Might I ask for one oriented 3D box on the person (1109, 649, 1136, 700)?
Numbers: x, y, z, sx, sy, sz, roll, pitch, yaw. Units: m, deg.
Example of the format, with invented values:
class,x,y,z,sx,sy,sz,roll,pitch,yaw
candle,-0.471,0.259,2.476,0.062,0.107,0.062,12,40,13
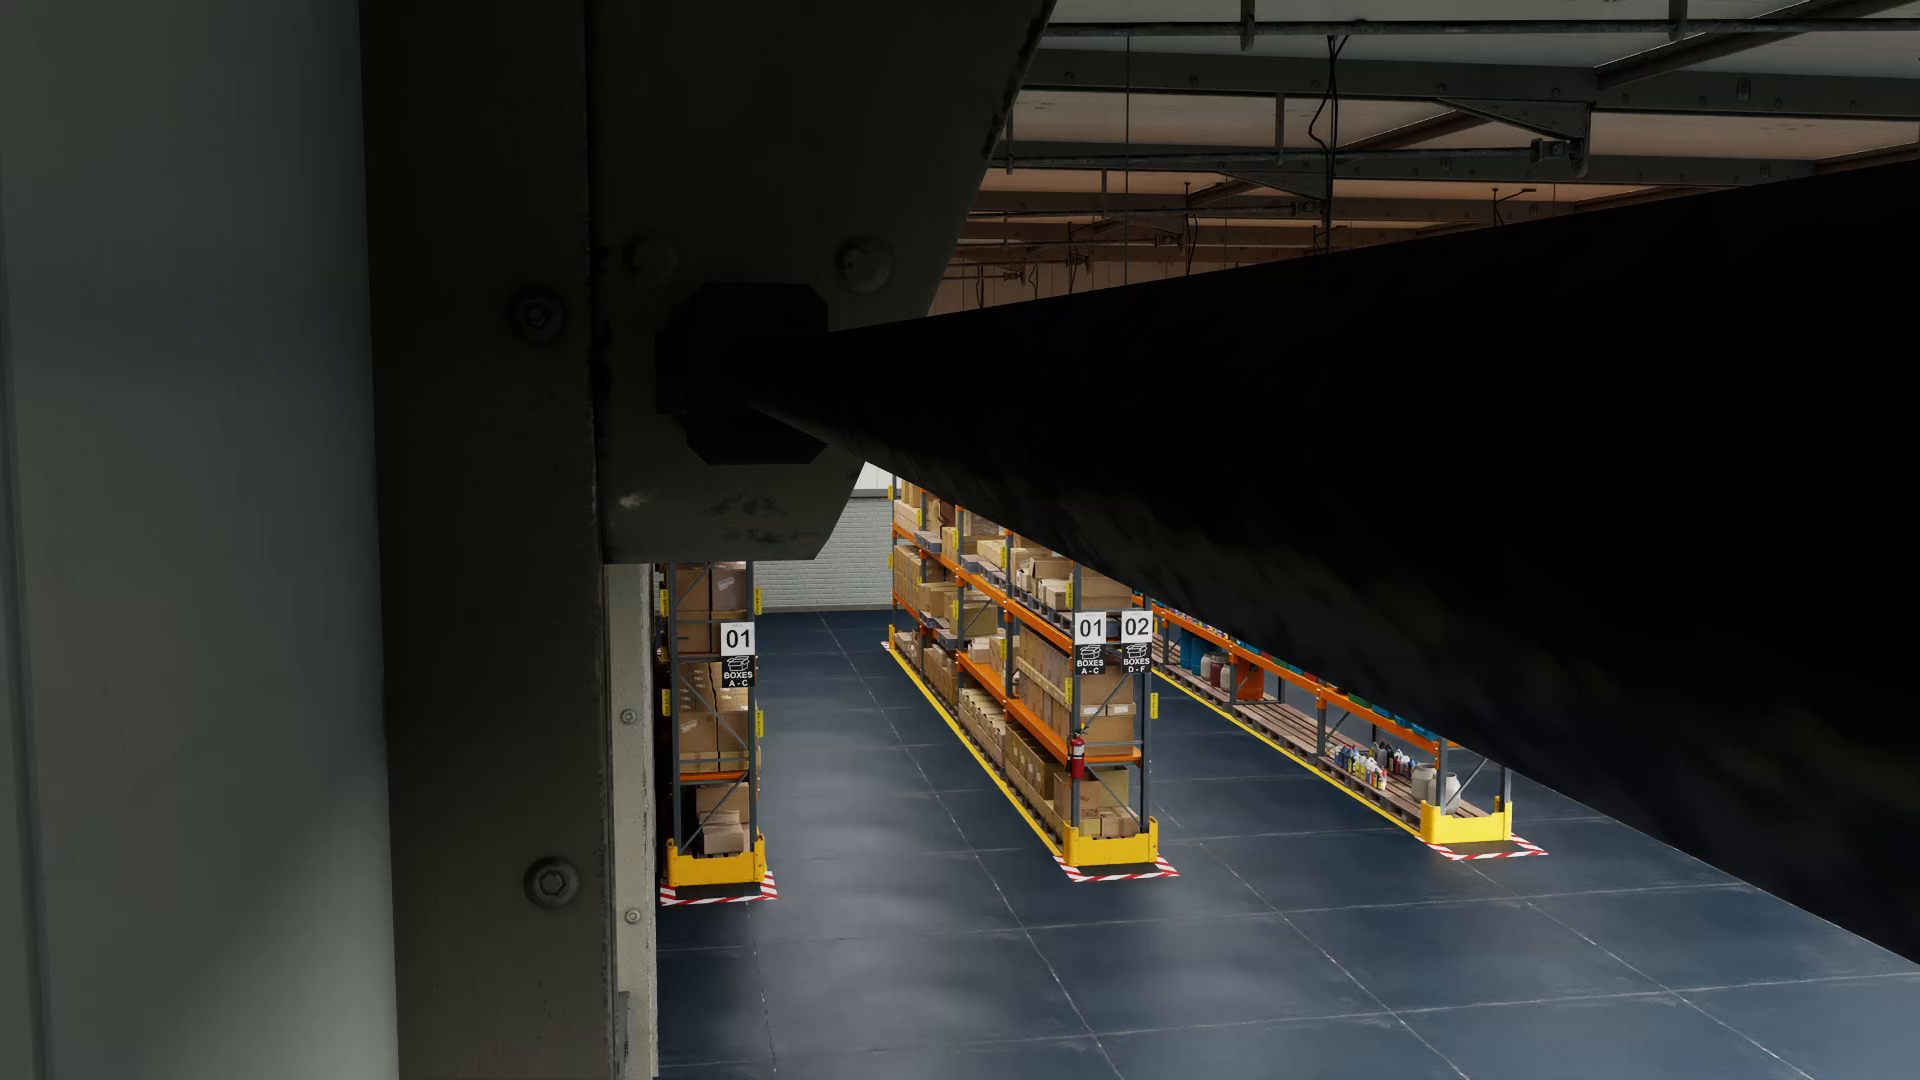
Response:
class,x,y,z,sx,sy,sz,roll,pitch,yaw
person,2.875,1.958,29.722,0.657,1.765,0.881,-2,7,-21
